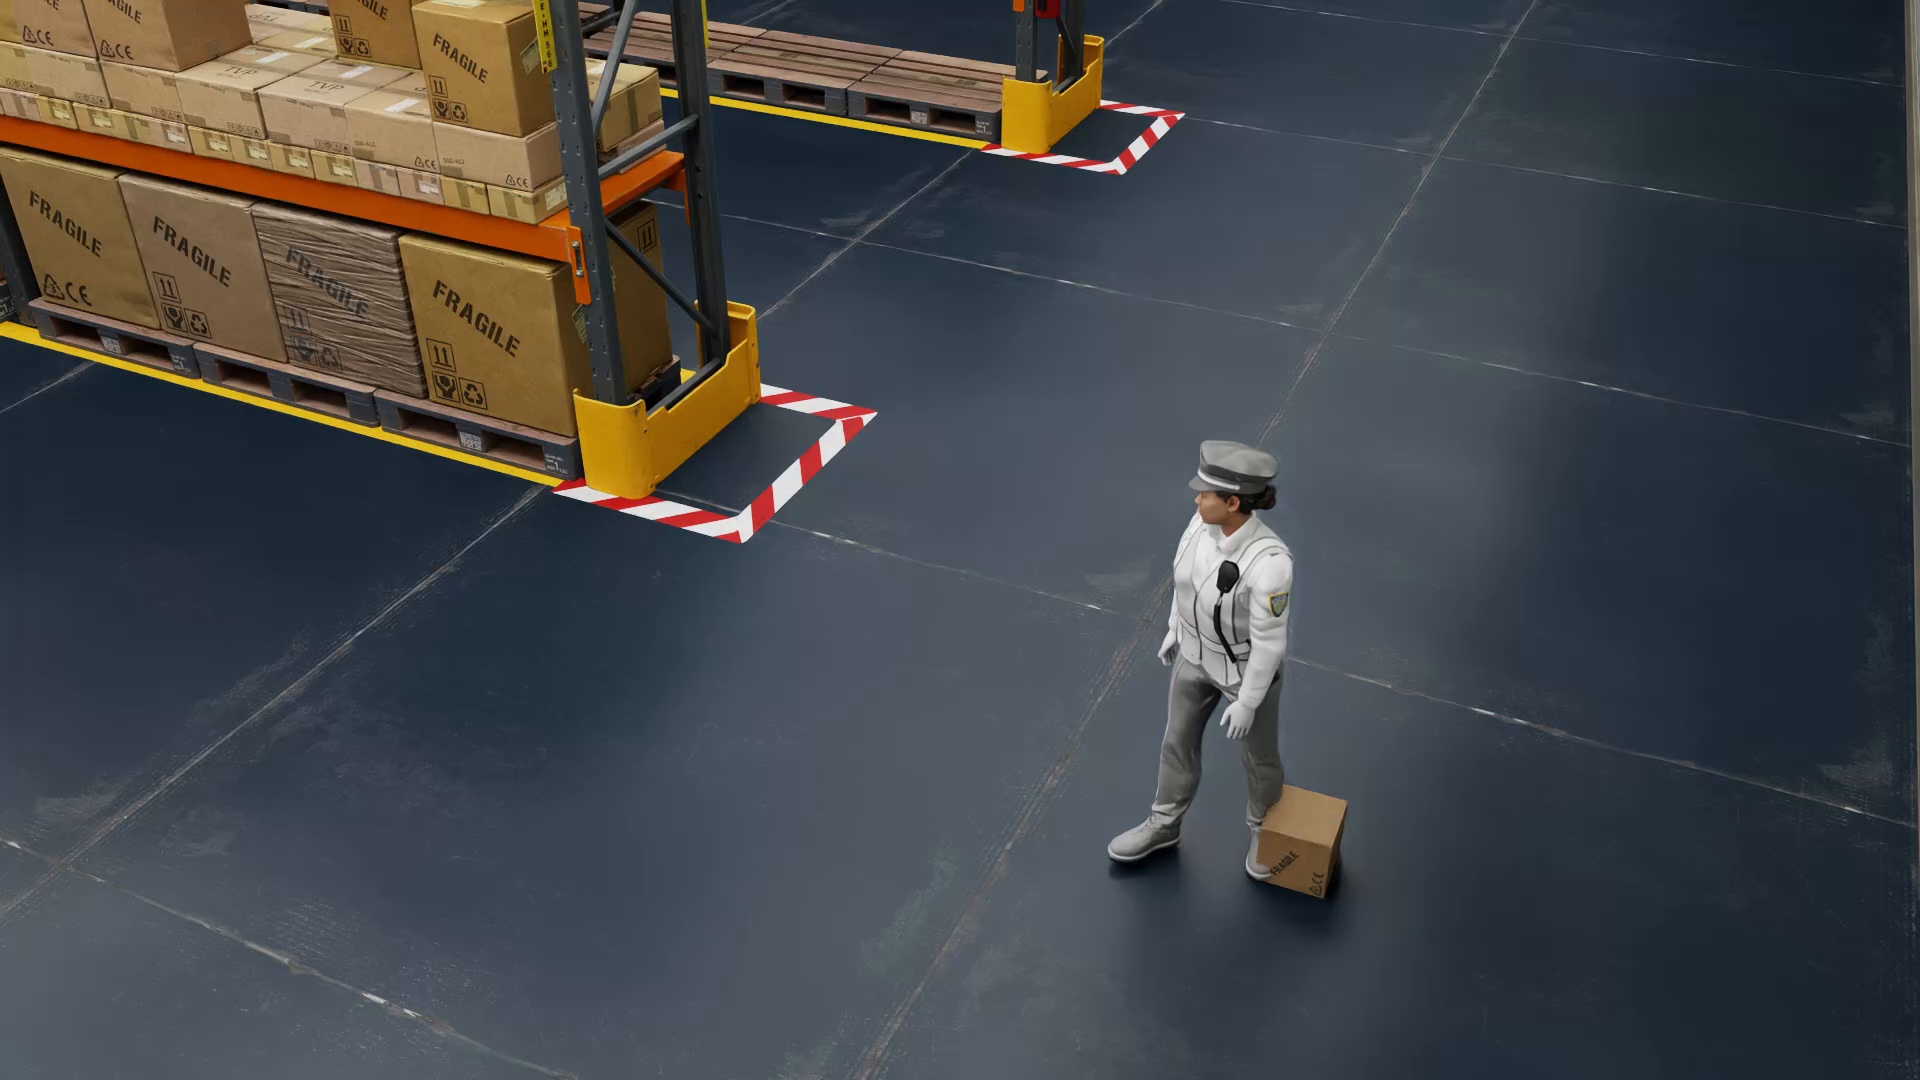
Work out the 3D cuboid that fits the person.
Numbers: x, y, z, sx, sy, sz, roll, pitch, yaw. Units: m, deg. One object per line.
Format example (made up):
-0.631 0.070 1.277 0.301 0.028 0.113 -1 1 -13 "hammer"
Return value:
0.830 0.423 5.487 0.595 1.660 0.518 -19 38 -25 "person"
